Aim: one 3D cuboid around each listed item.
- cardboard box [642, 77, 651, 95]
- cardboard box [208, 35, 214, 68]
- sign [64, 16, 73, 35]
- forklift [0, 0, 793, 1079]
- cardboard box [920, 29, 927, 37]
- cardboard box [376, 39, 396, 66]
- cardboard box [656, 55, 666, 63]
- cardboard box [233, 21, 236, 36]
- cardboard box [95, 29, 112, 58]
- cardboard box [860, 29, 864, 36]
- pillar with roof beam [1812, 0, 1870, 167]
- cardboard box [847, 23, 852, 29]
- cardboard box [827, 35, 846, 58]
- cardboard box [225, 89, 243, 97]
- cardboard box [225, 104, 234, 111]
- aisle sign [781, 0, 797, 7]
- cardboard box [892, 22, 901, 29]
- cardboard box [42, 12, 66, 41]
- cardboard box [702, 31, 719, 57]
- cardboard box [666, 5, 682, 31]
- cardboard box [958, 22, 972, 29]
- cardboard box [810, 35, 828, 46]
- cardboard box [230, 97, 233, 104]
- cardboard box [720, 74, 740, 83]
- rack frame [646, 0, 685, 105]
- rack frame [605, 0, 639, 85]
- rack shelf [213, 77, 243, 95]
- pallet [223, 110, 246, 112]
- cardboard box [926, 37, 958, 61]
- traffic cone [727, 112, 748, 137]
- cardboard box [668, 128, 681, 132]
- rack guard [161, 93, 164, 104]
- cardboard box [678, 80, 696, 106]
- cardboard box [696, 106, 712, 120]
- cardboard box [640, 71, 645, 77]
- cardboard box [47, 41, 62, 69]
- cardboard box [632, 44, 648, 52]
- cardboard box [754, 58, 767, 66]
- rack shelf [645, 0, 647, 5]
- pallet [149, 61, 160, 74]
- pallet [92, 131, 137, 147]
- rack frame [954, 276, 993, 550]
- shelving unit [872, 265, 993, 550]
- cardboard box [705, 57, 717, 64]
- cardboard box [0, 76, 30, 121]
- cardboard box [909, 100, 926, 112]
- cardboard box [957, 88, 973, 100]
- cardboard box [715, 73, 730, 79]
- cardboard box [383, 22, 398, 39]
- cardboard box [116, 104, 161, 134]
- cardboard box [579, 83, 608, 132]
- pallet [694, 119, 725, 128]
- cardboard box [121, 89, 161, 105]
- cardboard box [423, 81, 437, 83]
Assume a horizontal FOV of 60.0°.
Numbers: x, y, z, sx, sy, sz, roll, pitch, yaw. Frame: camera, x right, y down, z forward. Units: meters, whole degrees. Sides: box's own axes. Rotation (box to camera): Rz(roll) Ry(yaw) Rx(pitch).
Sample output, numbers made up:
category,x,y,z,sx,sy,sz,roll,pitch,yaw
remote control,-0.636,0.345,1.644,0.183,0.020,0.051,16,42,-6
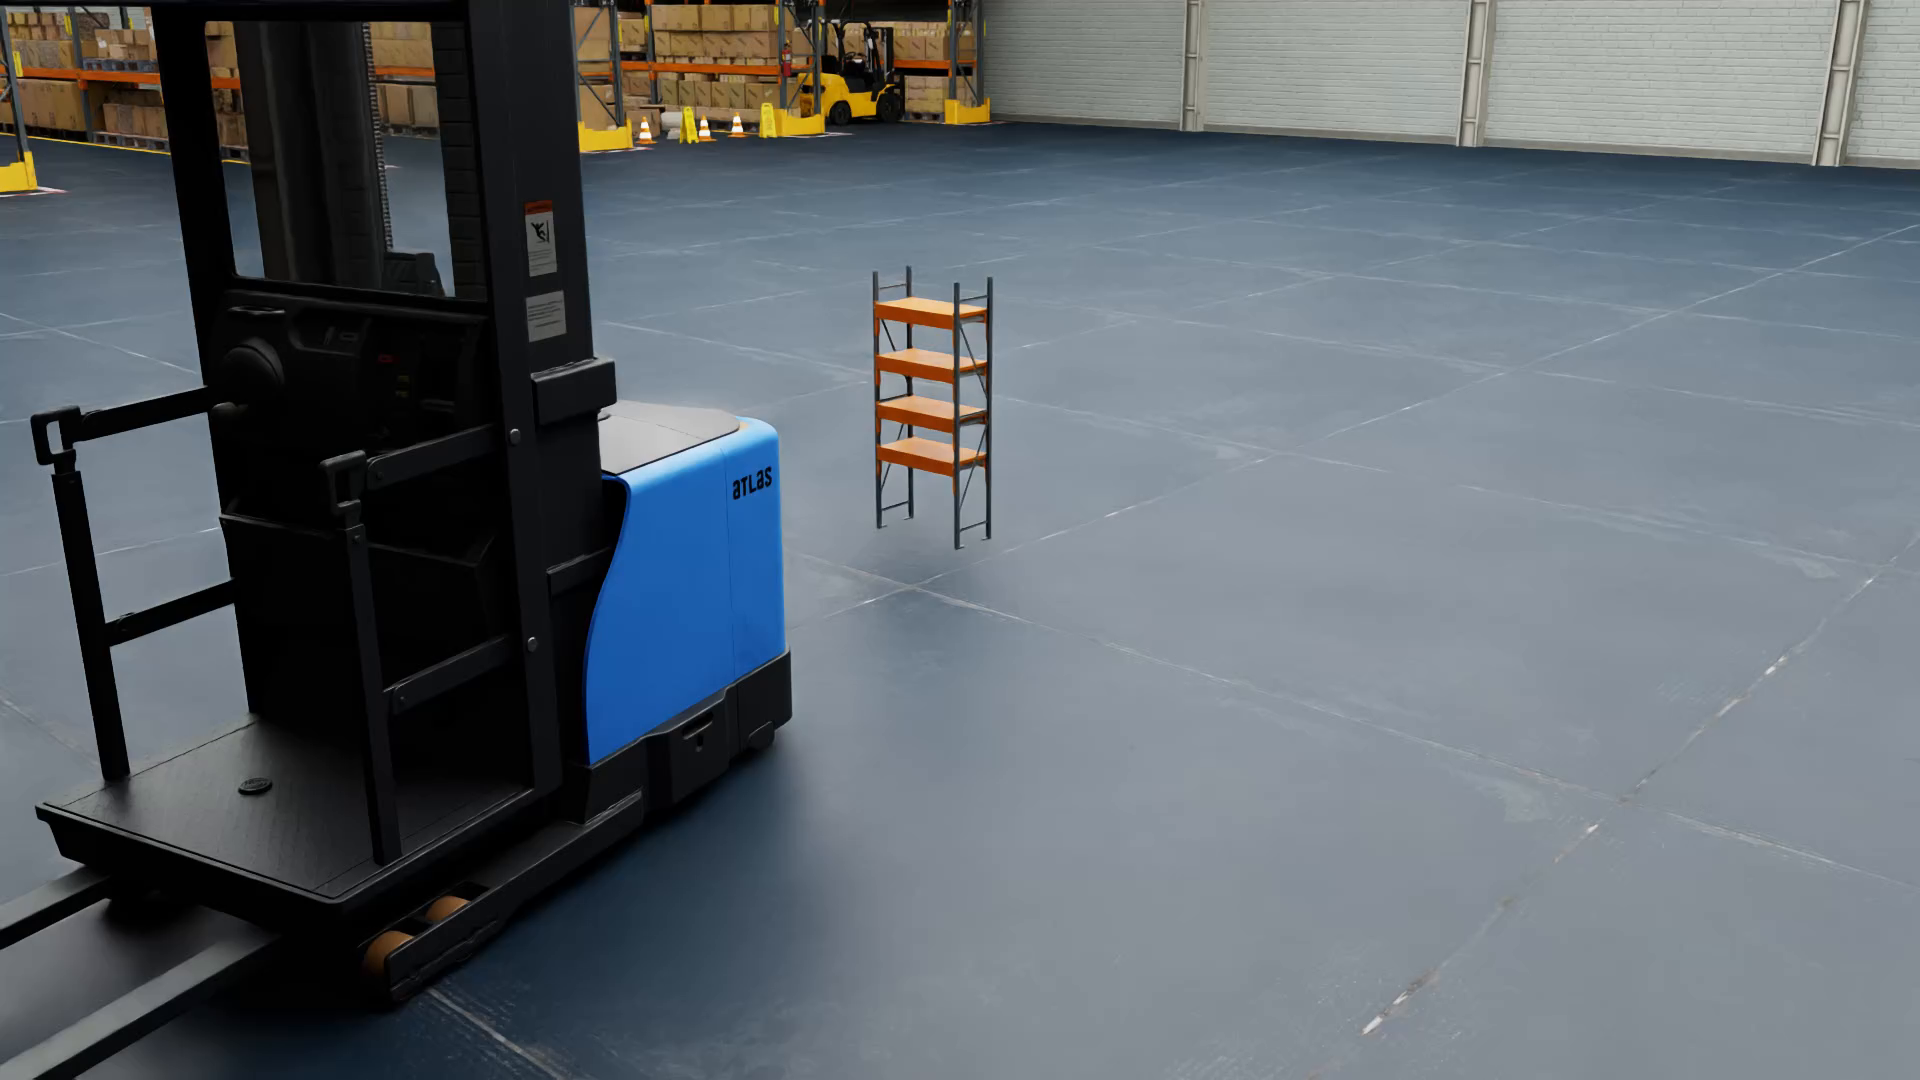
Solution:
category,x,y,z,sx,sy,sz,roll,pitch,yaw
cardboard box,-7.839,-11.673,42.874,0.500,0.500,0.500,14,22,38
cardboard box,-12.067,-8.023,27.277,0.500,0.500,0.875,15,23,39
sign,-16.071,-9.275,29.965,0.005,0.325,0.100,15,23,39
forklift,-1.689,-0.425,4.105,1.130,2.935,3.031,9,20,26
cardboard box,-0.661,-11.083,36.337,0.250,0.149,0.380,16,23,40
cardboard box,-11.050,-9.545,32.562,0.500,0.500,0.500,15,23,39
cardboard box,-6.112,-10.033,34.682,0.250,0.149,0.380,15,23,39
cardboard box,-11.047,-8.164,26.067,0.500,0.500,0.500,15,23,39
cardboard box,-15.274,-8.998,30.146,0.500,0.500,0.500,12,21,33
cardboard box,-2.041,-11.429,37.427,0.250,0.149,0.380,15,23,39
pillar with roof beam,10.831,-9.224,21.801,0.400,9.000,9.100,15,23,39
cardboard box,-2.350,-11.699,37.785,0.250,0.149,0.380,14,23,38
cardboard box,-2.685,-11.312,38.131,0.500,0.500,0.500,14,22,38
cardboard box,-16.176,-9.983,37.143,0.250,0.149,0.380,15,23,39
cardboard box,-16.228,-9.707,37.259,0.250,0.149,0.380,14,22,37
aisle sign,-3.290,-10.646,31.902,0.004,0.787,0.394,15,23,39
cardboard box,-1.280,-11.366,36.736,0.250,0.149,0.380,16,23,40
cardboard box,-16.726,-9.657,31.259,0.637,0.503,0.797,16,23,40
cardboard box,-4.842,-10.030,33.601,0.500,0.500,0.500,15,23,40
cardboard box,-5.582,-10.710,34.089,0.500,0.500,0.700,15,23,40
cardboard box,0.039,-11.224,36.289,0.250,0.149,0.380,14,23,38
cardboard box,-3.380,-11.620,38.688,0.500,0.250,0.500,14,23,38
cardboard box,-15.986,-9.781,36.998,0.250,0.149,0.380,14,22,37
cardboard box,-4.617,-9.306,33.517,0.250,0.149,0.380,16,24,42
rack frame,-6.135,-10.289,35.072,0.127,3.000,1.000,15,23,39
rack frame,-8.827,-13.019,43.674,0.127,3.000,1.000,15,23,39
rack shelf,-11.217,-7.302,26.851,4.000,0.370,1.077,15,23,39
pallet,-15.855,-9.552,37.362,1.213,0.211,1.003,15,23,39
cardboard box,-0.394,-10.696,36.191,0.500,0.500,0.500,14,23,38
traffic cone,-4.321,-8.071,32.277,0.334,0.463,0.336,15,23,39
cardboard box,-5.464,-7.933,32.361,0.380,0.149,0.250,-6,18,-18
rack guard,-18.264,-10.351,39.401,0.348,0.500,1.175,15,23,39
cardboard box,-5.465,-9.251,34.415,0.500,0.500,0.500,16,24,41
cardboard box,-5.068,-8.788,34.195,0.500,0.250,0.500,15,23,39
cardboard box,-8.063,-12.065,43.036,0.250,0.149,0.380,15,23,38
cardboard box,-16.607,-9.042,30.978,0.500,0.500,0.500,15,23,39
cardboard box,-6.703,-10.410,35.175,0.250,0.149,0.380,15,23,40
cardboard box,-3.828,-9.418,32.745,0.250,0.149,0.380,15,23,39
rack shelf,-7.631,-11.777,35.992,4.000,0.370,1.077,15,23,39
pallet,-13.188,-8.141,28.623,1.213,0.211,1.003,15,23,39
pallet,-15.121,-7.363,30.464,1.213,0.211,1.003,15,23,39
rack frame,0.059,-0.556,7.381,0.015,1.200,0.240,15,23,39
shelving unit,-0.124,-0.605,7.535,0.503,1.200,0.258,15,23,39
cardboard box,-4.955,-9.730,33.726,0.250,0.149,0.380,15,23,39
cardboard box,-19.137,-8.991,33.801,0.875,0.875,0.875,15,23,39
cardboard box,-0.778,-9.624,36.828,0.500,0.250,0.500,15,23,39
cardboard box,-0.065,-9.878,36.804,0.500,0.250,0.500,16,23,40
cardboard box,-6.018,-11.709,41.912,0.250,0.149,0.380,17,24,42
cardboard box,-10.861,-10.077,32.587,0.500,0.500,0.700,15,23,39
cardboard box,-14.767,-7.629,30.098,0.500,0.500,0.700,13,22,35
cardboard box,-6.904,-7.654,29.588,0.875,0.875,0.875,15,23,40
pallet,-5.609,-8.833,35.094,1.213,0.211,1.003,15,23,39
cardboard box,-14.780,-7.993,30.005,0.500,0.250,0.500,-15,23,-40
cardboard box,-13.187,-11.204,41.497,0.875,0.438,0.875,14,22,38
